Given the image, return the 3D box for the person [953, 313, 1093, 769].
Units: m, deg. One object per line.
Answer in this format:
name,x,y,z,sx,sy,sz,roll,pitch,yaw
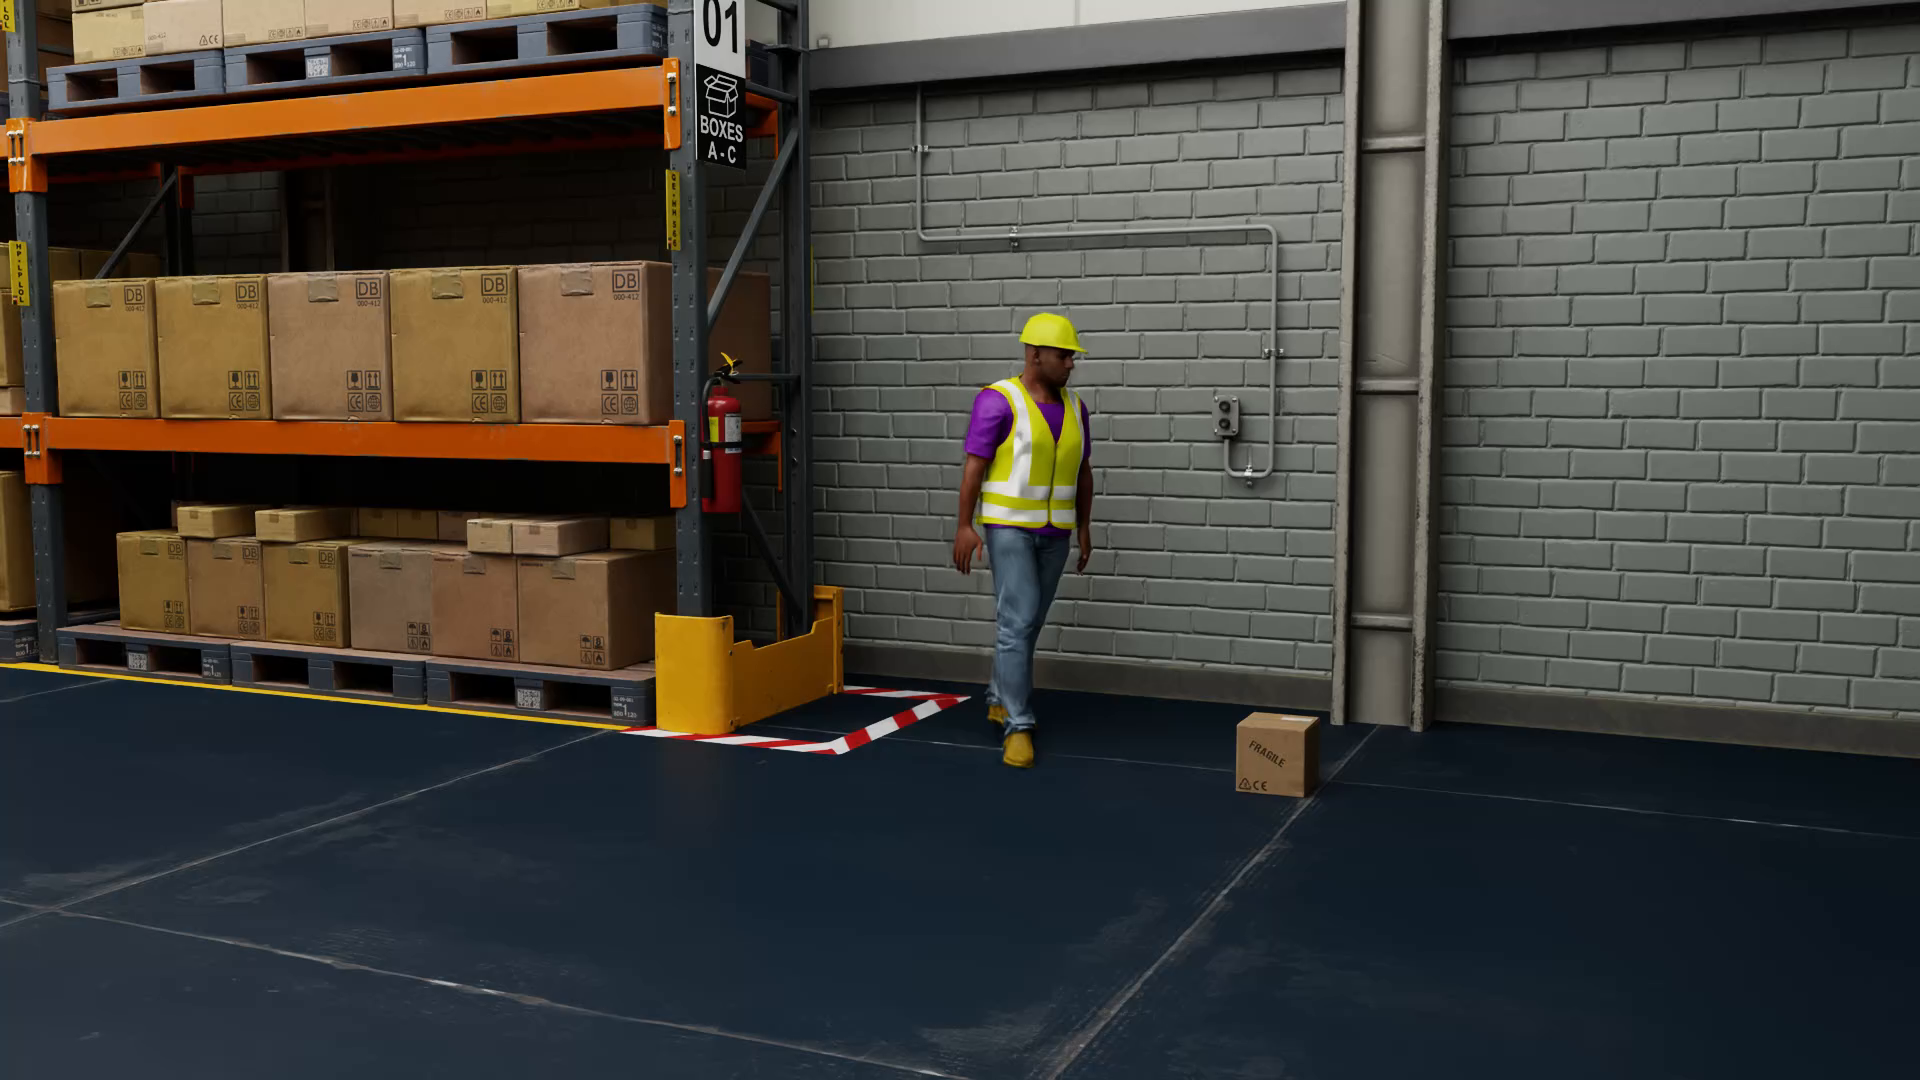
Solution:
person,0.288,-0.033,6.798,0.644,1.775,0.714,-4,7,-35
